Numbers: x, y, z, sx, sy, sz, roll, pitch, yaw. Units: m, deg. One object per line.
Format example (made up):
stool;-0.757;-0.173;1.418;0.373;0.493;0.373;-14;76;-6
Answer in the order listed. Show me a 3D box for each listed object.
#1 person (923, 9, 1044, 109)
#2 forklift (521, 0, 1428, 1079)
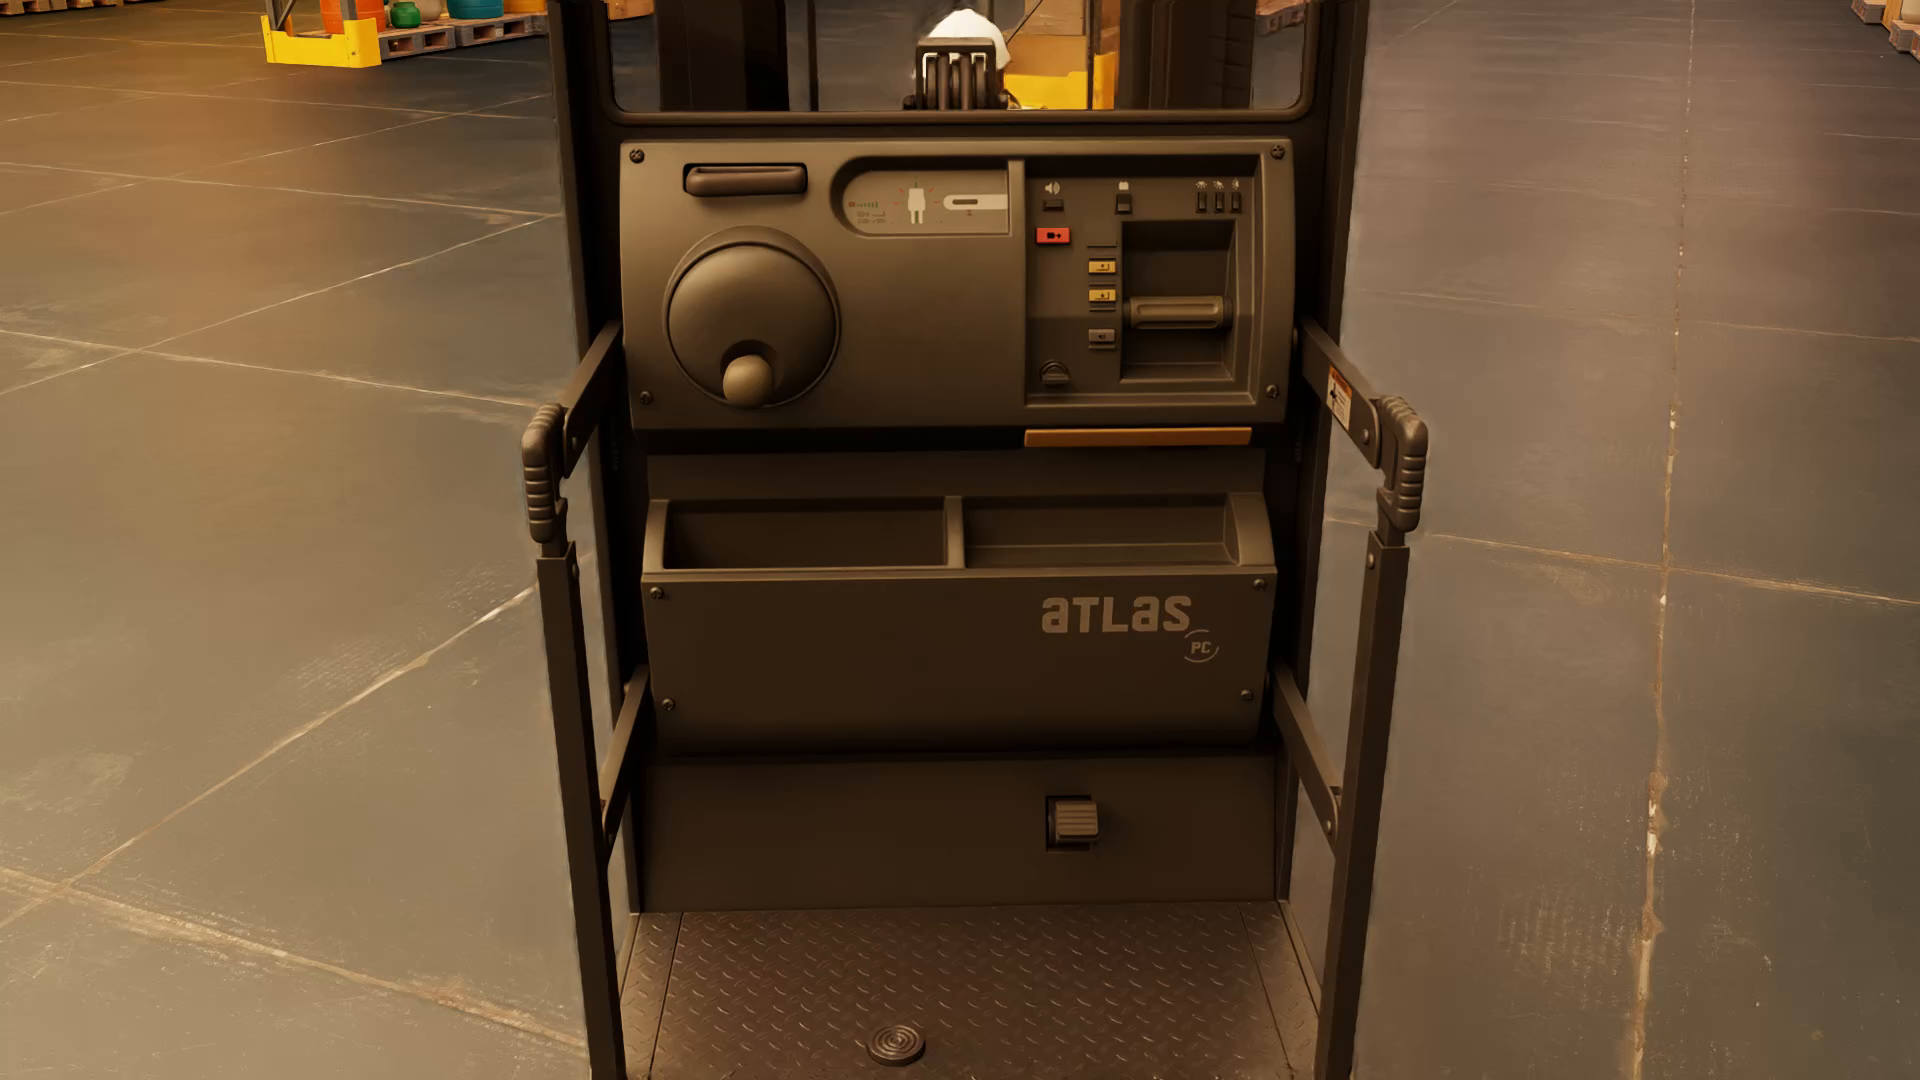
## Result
person;0.061;-0.596;4.483;0.942;1.574;0.770;6;23;14
forklift;0.009;-0.342;2.111;1.130;2.935;3.031;-1;23;-2
